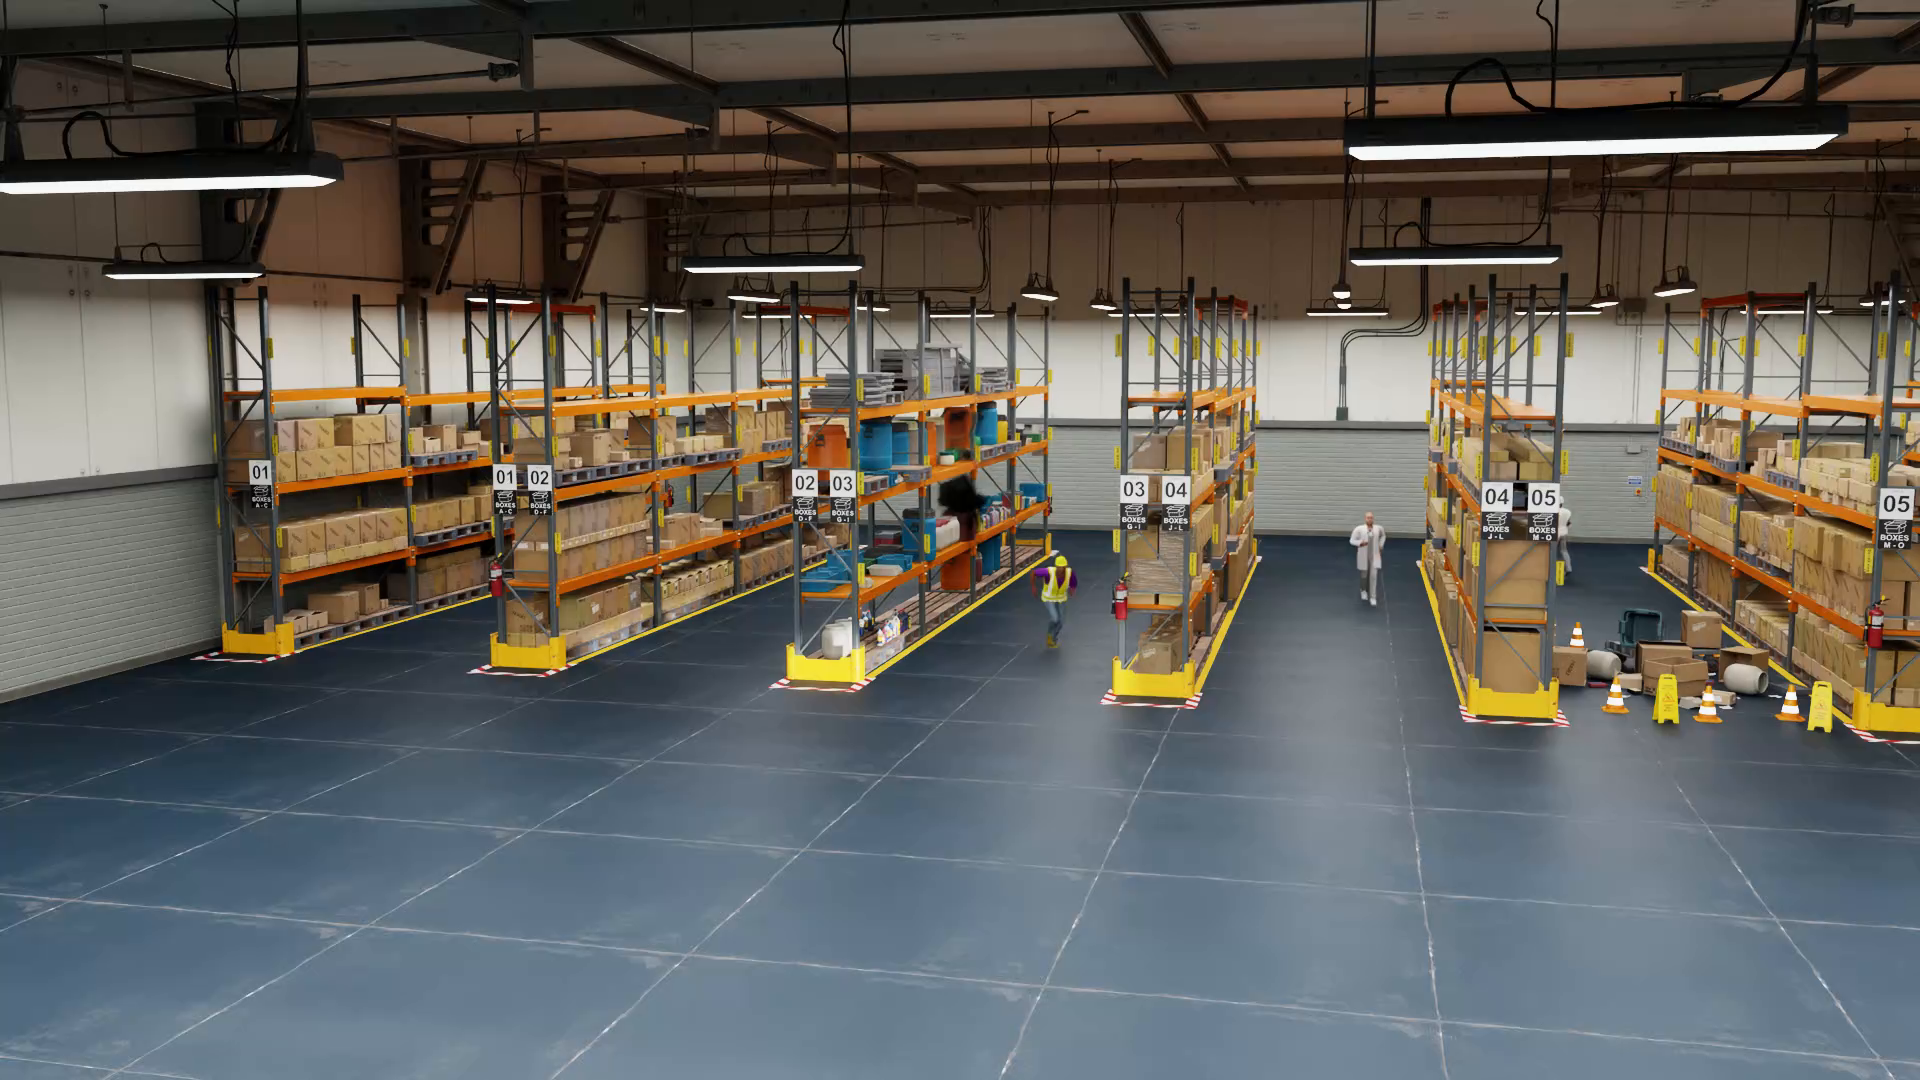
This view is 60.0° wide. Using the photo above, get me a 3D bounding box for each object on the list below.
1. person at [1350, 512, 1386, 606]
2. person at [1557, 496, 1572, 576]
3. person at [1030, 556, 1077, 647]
[{"bbox_3d":[8.009,0.343,32.627,0.711,1.771,1.034,1,7,6],"label":"person"},{"bbox_3d":[13.074,-0.063,36.316,0.681,1.802,0.897,-1,7,-10],"label":"person"},{"bbox_3d":[1.540,1.025,27.377,0.740,1.586,0.897,-2,7,-15],"label":"person"}]
